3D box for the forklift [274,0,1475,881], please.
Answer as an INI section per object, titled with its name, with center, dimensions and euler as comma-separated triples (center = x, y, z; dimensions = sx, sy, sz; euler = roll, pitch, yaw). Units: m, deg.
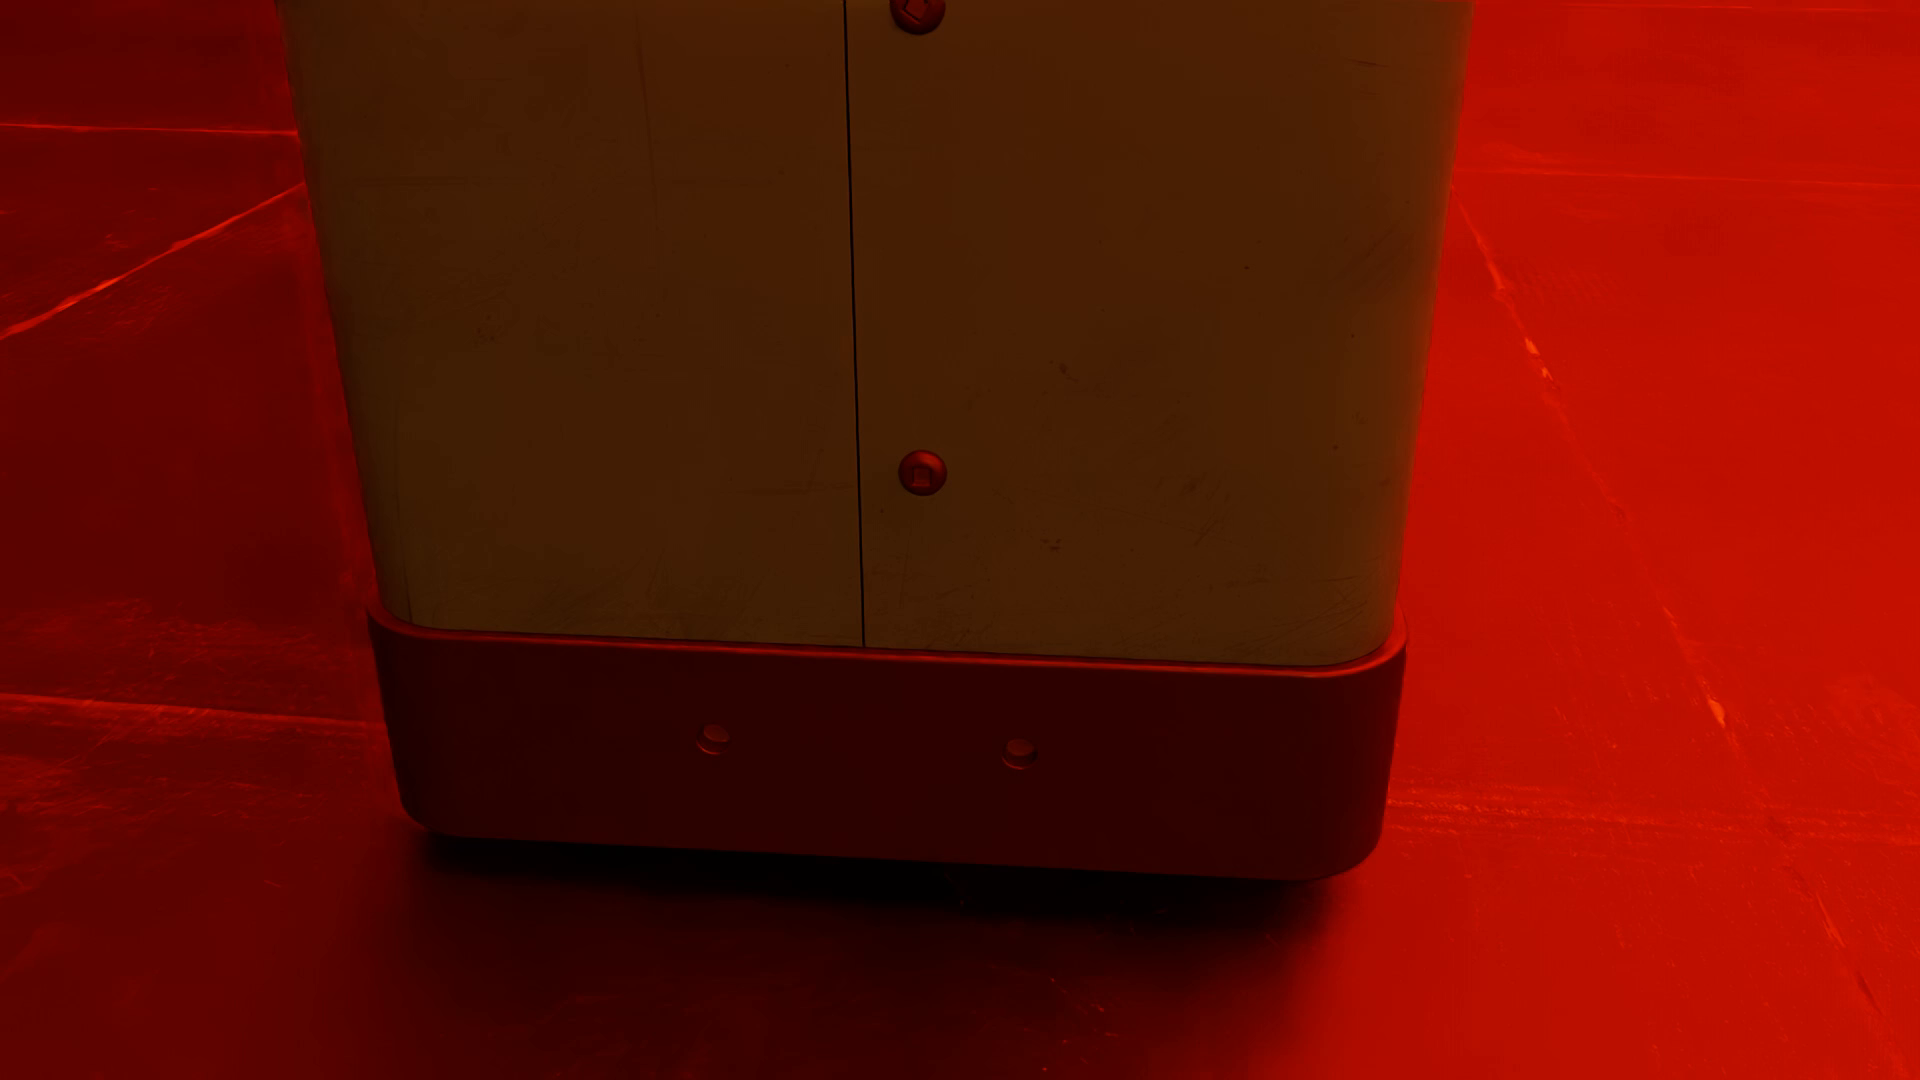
[forklift]
center = 0.036, -1.597, 2.417
dimensions = 1.130, 2.935, 3.031
euler = 2, 27, 4
